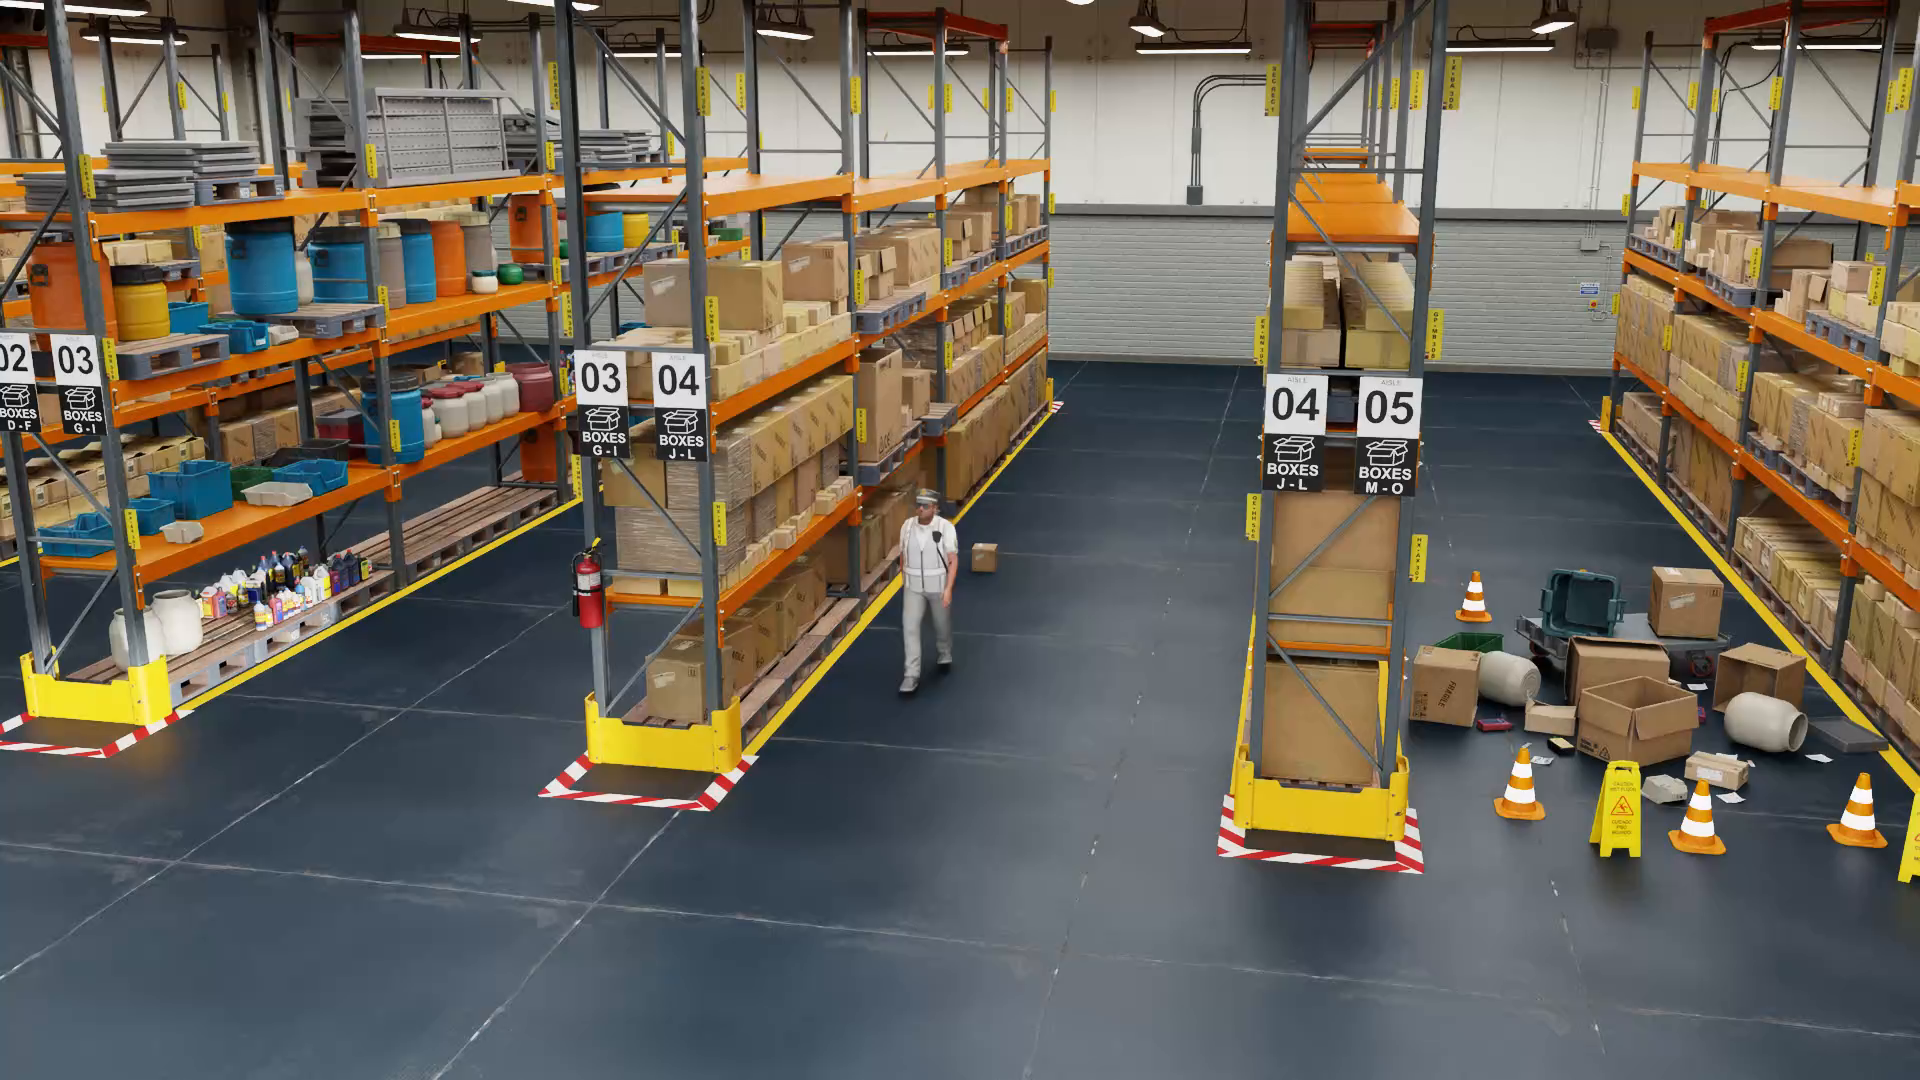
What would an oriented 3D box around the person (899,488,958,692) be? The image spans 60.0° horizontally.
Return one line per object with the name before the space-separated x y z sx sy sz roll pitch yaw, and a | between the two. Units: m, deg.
person | -0.282 0.387 14.448 0.538 1.719 1.075 2 15 8
